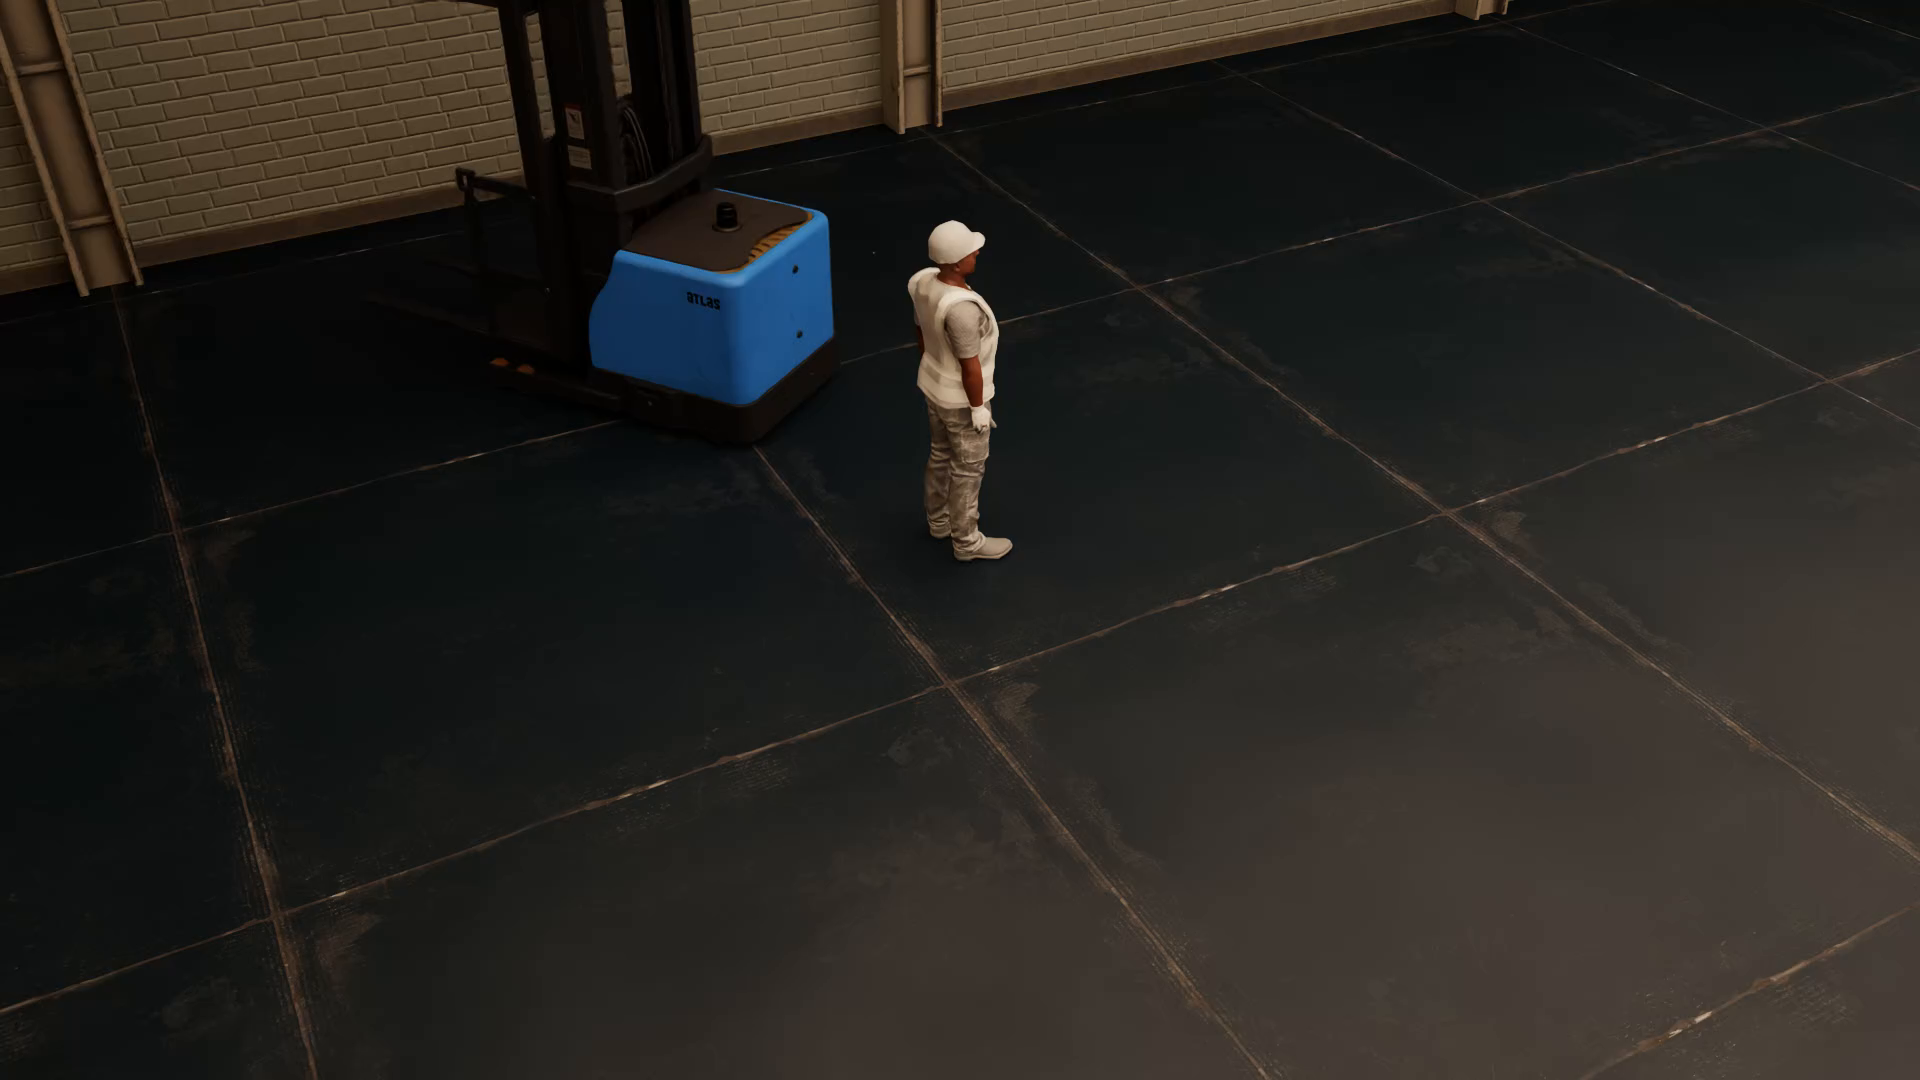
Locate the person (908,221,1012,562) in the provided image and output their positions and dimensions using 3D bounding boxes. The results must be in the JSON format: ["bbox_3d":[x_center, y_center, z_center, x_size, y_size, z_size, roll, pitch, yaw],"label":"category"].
[{"bbox_3d":[-0.001,-0.736,8.157,0.382,1.789,0.542,-17,39,-23],"label":"person"}]

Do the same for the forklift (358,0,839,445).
[{"bbox_3d":[-2.281,-2.322,9.408,3.031,2.935,1.130,16,38,22],"label":"forklift"}]
